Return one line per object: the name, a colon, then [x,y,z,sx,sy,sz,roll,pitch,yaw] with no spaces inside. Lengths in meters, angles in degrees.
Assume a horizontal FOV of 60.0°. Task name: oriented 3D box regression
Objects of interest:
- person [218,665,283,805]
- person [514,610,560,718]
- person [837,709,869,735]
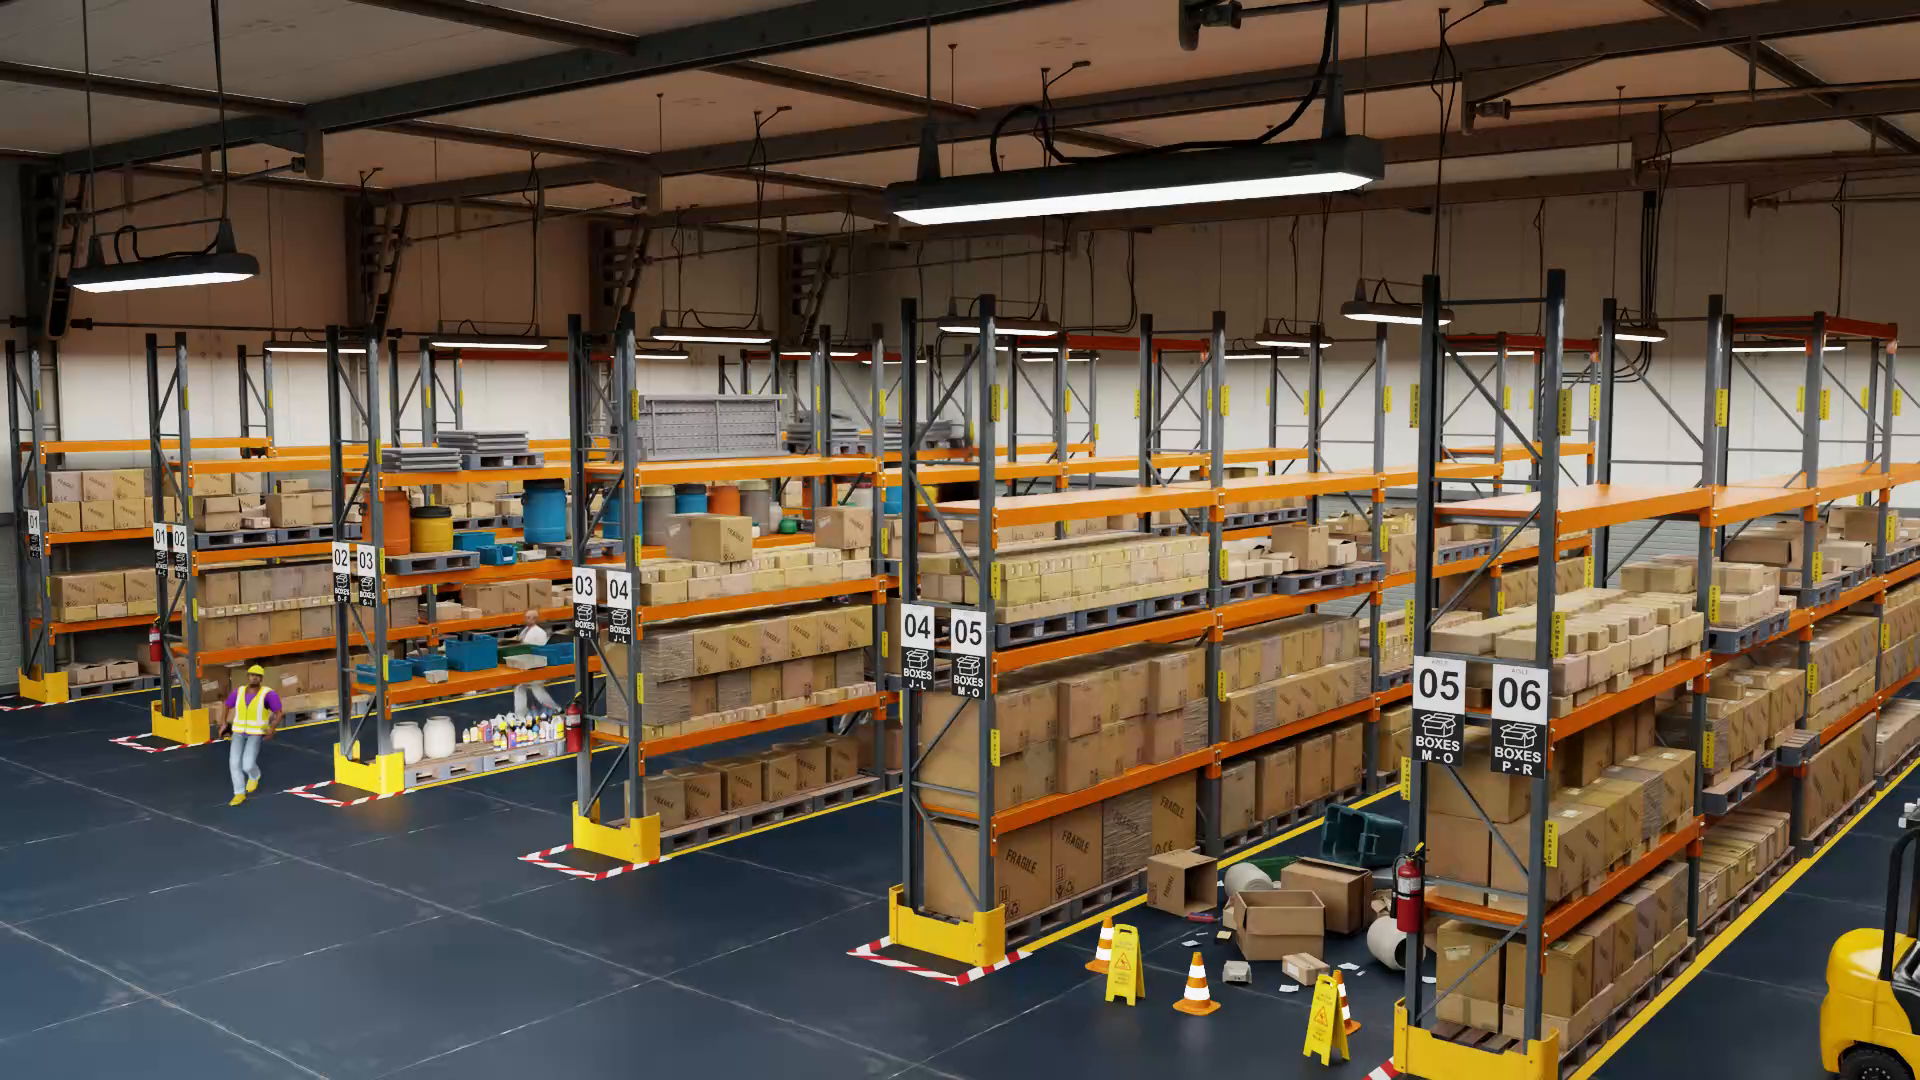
person: [-8.950,2.437,20.951,0.759,1.718,0.585,0,5,-1]
person: [-6.540,1.981,25.479,0.694,1.822,0.876,4,7,40]
person: [-1.537,1.925,23.620,0.552,1.680,0.844,3,6,34]
